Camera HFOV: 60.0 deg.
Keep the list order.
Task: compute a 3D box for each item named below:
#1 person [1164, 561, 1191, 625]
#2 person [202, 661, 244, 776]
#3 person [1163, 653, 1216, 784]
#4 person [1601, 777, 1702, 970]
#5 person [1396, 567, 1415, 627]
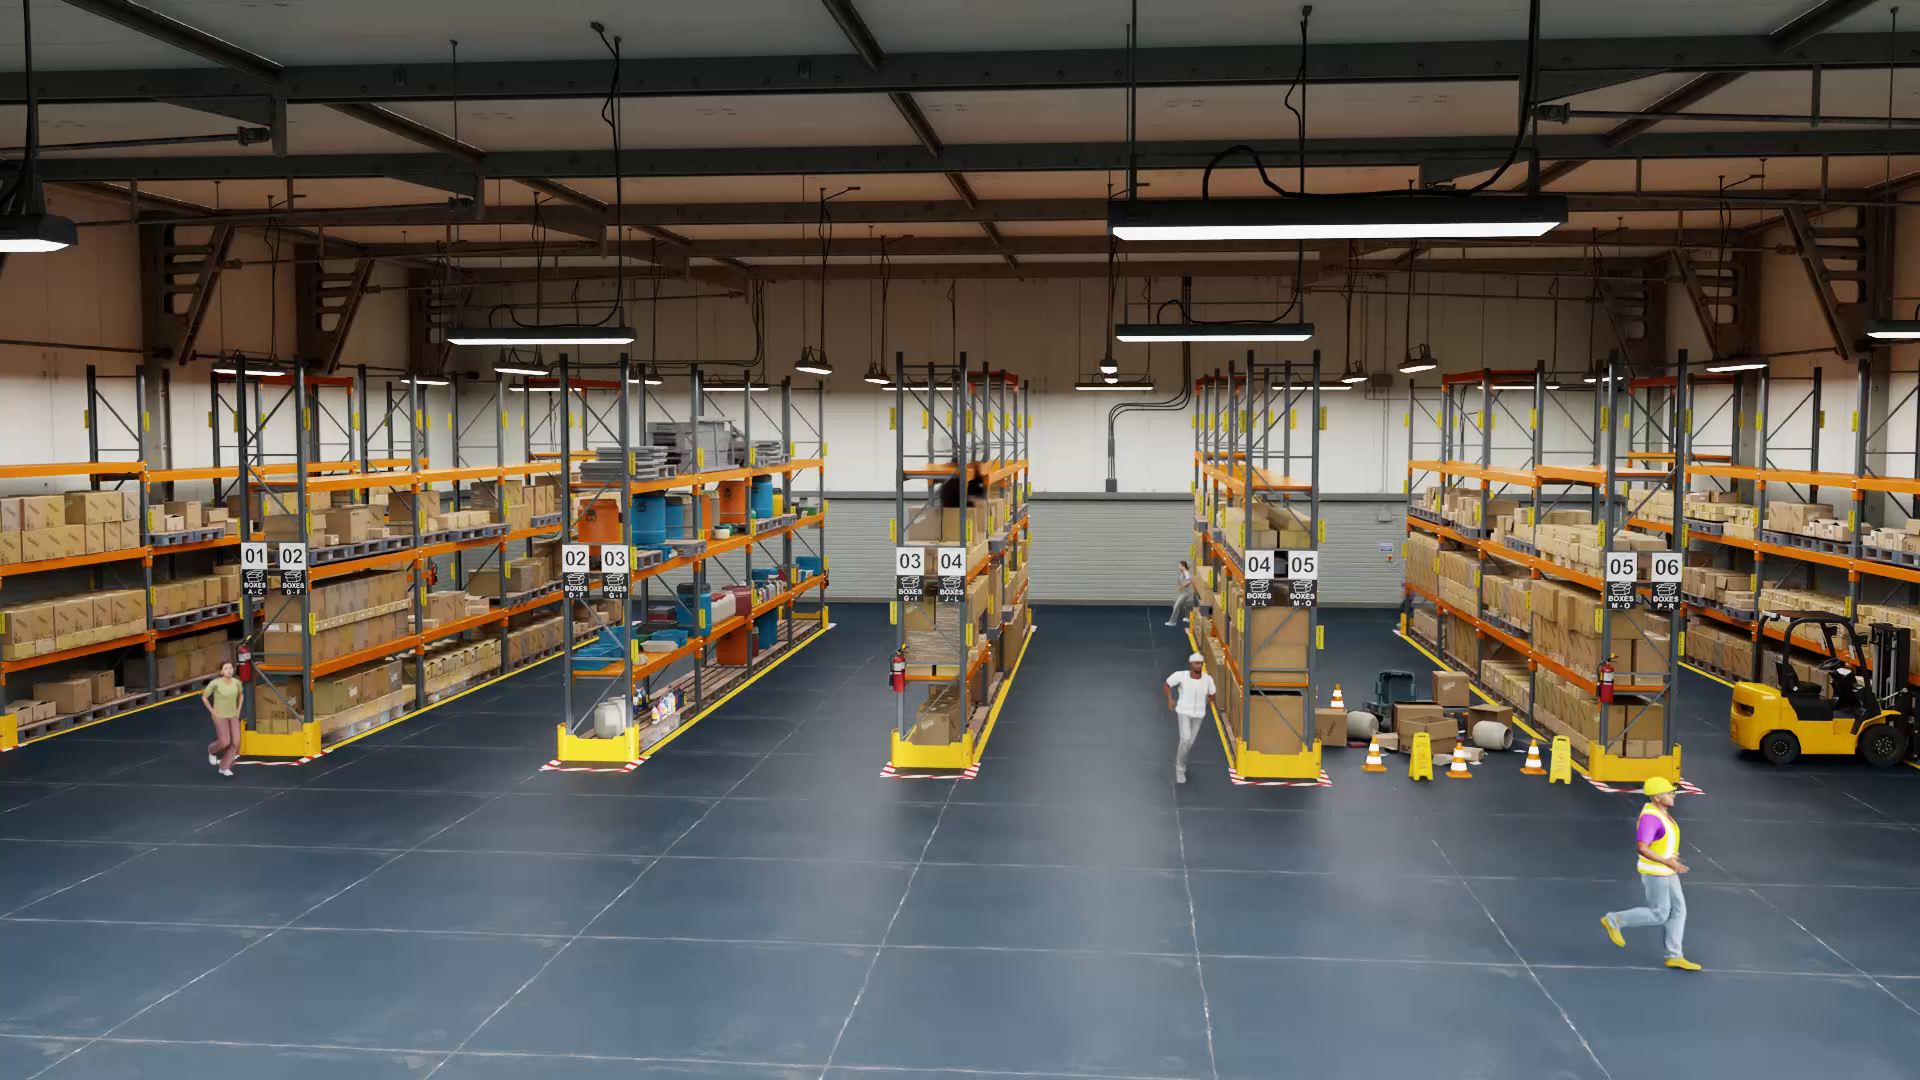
[{"bbox_3d":[5.396,1.295,40.713,0.769,1.603,0.865,0,4,-6],"label":"person"},{"bbox_3d":[-10.493,2.519,23.681,0.562,1.632,0.576,3,5,36],"label":"person"},{"bbox_3d":[3.259,2.478,23.396,0.703,1.799,0.803,-1,4,-14],"label":"person"},{"bbox_3d":[6.394,3.050,15.330,0.868,1.751,0.697,3,5,34],"label":"person"},{"bbox_3d":[10.956,1.382,40.370,0.645,1.518,0.598,1,4,9],"label":"person"}]
